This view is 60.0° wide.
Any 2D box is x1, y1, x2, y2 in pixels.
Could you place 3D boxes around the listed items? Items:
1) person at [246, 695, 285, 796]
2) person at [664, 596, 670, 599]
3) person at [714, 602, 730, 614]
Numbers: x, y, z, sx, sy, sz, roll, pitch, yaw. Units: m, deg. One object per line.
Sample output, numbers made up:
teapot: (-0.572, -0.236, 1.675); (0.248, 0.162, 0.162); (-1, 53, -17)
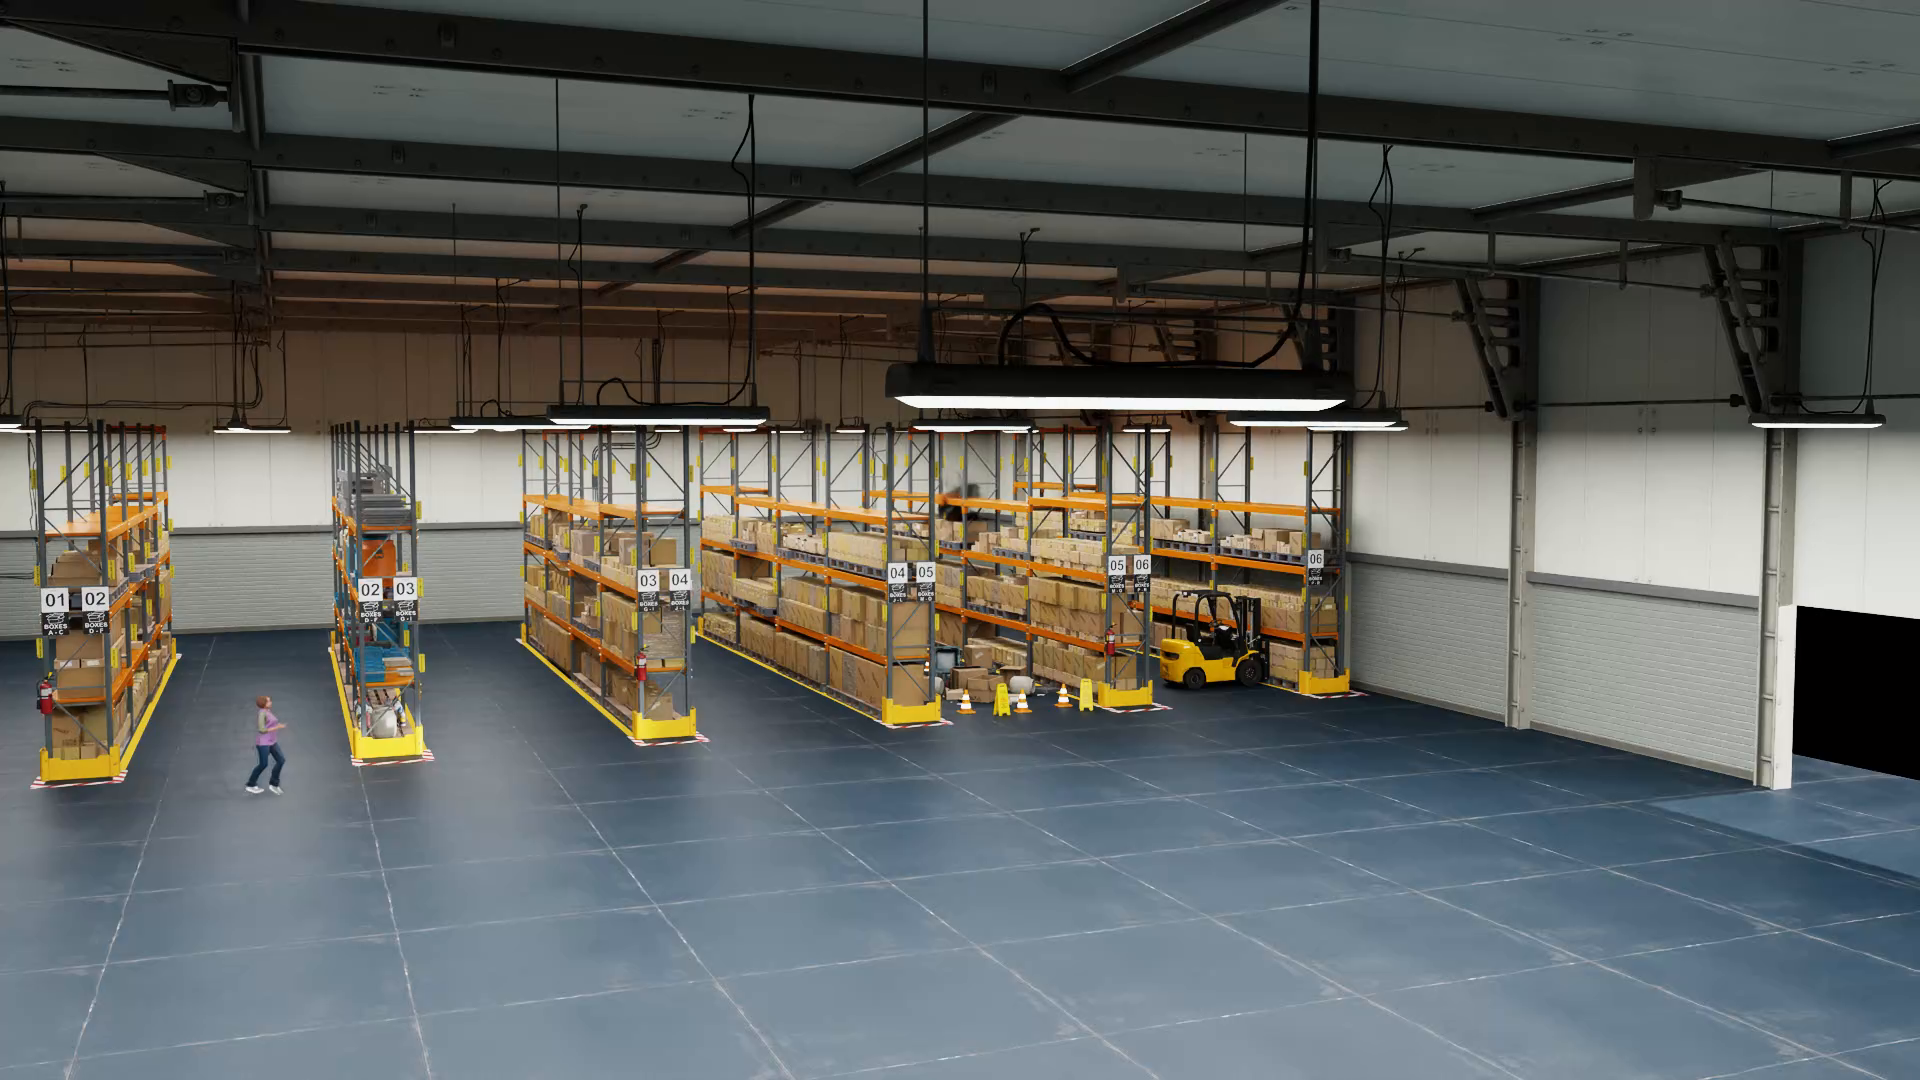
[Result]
person: (-11.007, 3.272, 26.408); (0.667, 1.639, 0.514); (0, 4, 1)
person: (-8.206, 1.930, 46.248); (0.693, 1.803, 0.942); (-1, 4, -13)
person: (-7.031, 1.781, 49.540); (0.602, 1.776, 0.786); (0, 4, 3)
